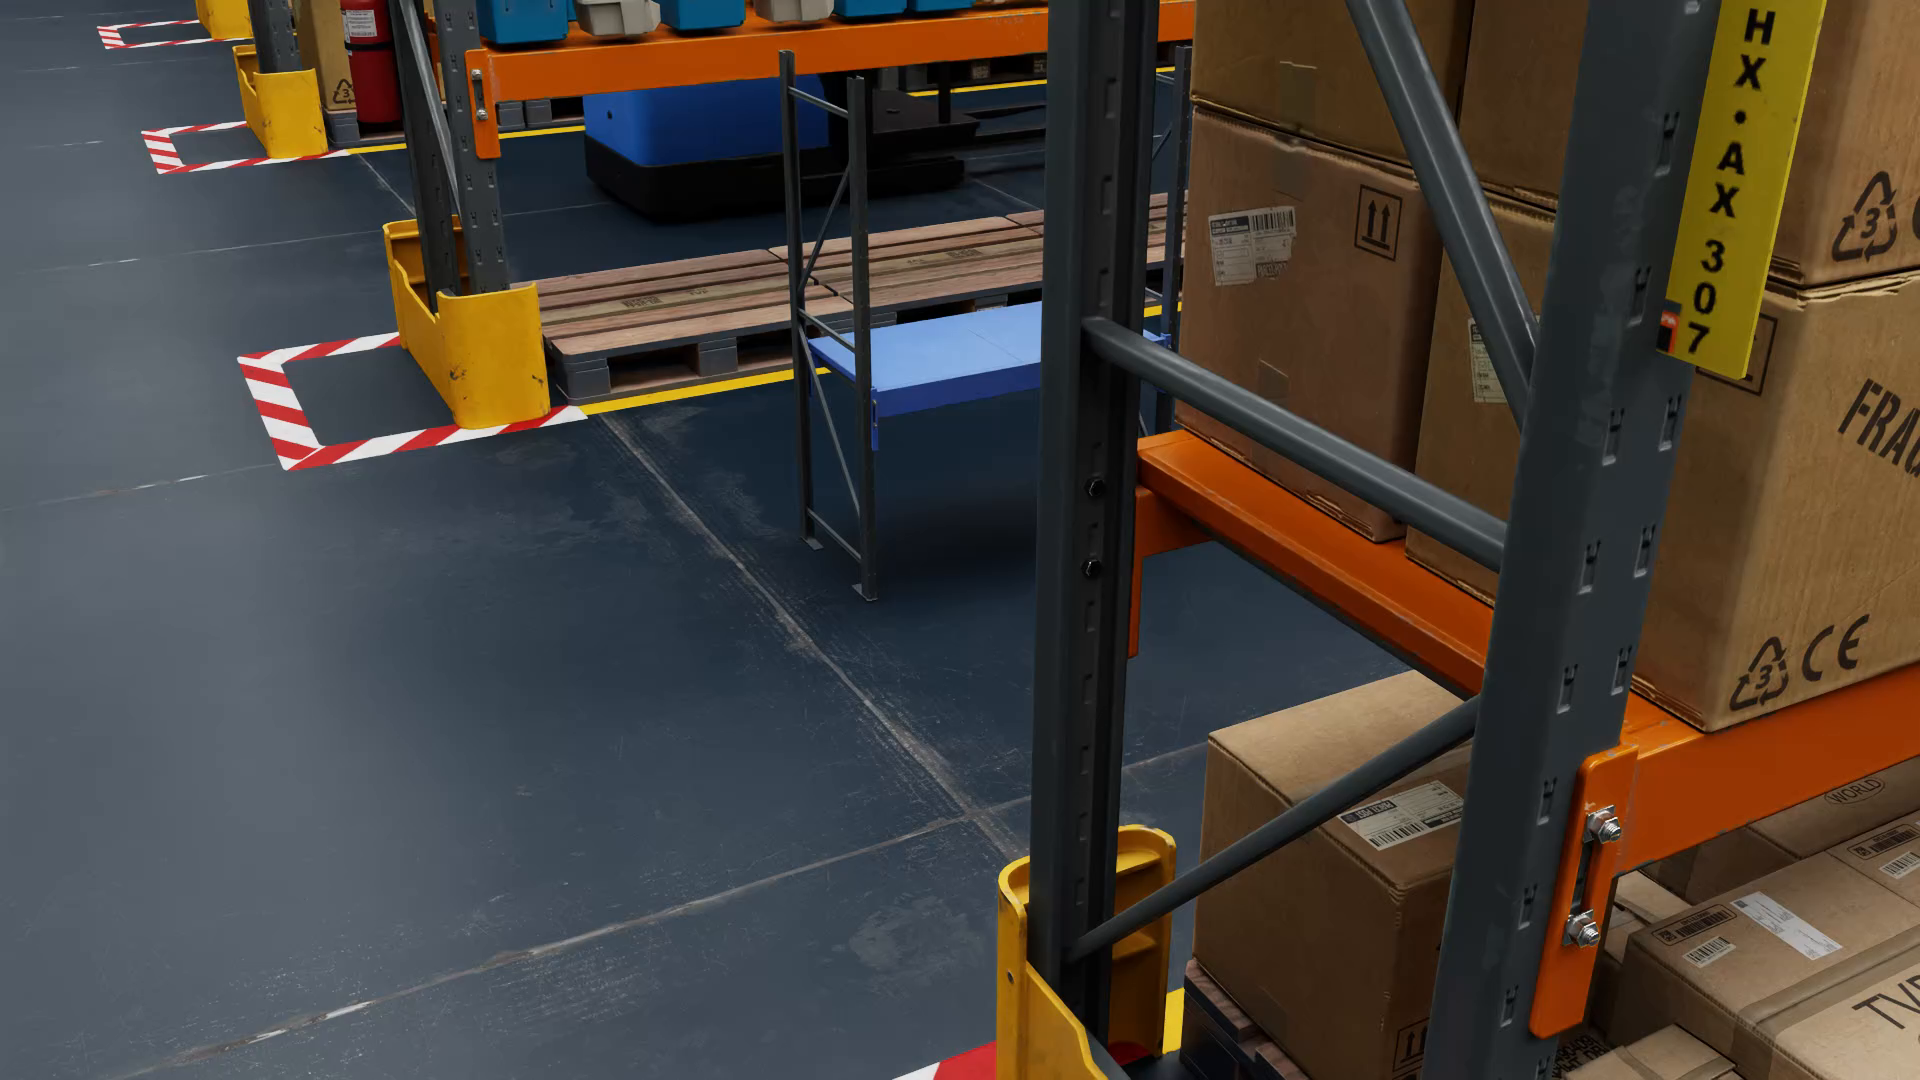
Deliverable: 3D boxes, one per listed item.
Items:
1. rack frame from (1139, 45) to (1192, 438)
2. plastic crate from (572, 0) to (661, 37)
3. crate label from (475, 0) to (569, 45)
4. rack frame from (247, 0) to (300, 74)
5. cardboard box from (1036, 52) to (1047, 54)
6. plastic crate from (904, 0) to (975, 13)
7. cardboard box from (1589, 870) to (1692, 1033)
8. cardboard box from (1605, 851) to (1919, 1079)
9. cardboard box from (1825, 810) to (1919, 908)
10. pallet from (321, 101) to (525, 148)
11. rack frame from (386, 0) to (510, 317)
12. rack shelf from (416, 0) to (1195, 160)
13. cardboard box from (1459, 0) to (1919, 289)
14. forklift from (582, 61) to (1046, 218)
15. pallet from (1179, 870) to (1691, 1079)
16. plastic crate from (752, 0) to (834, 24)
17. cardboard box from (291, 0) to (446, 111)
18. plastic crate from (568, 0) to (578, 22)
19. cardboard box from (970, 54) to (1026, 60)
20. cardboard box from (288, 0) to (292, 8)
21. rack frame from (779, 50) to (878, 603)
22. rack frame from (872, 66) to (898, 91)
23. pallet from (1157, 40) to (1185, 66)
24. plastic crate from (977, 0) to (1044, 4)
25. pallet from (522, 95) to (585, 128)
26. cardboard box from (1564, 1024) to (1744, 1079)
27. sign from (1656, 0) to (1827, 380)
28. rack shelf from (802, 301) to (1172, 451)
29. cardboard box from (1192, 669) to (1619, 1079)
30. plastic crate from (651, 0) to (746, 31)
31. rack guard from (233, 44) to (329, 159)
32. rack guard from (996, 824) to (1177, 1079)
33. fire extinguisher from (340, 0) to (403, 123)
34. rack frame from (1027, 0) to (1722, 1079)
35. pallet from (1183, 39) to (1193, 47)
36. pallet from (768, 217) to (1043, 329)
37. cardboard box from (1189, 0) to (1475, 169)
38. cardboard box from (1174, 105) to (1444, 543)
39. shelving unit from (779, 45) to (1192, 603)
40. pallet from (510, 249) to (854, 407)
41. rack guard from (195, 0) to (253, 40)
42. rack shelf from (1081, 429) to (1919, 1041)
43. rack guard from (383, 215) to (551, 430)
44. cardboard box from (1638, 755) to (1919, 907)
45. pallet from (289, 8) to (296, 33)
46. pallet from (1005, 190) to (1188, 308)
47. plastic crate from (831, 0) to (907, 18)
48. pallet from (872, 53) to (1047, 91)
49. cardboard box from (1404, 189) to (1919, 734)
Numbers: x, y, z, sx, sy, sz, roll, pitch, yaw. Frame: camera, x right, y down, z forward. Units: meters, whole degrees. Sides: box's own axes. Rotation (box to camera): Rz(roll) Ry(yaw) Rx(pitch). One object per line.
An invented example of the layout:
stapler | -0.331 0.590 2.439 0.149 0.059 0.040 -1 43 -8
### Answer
rack frame | 0.524 -0.797 5.177 0.032 1.500 0.500 -13 29 -25
plastic crate | -1.230 -1.880 5.936 0.298 0.136 0.250 -13 29 -25
crate label | -1.552 -1.890 5.845 0.303 0.233 0.416 -13 29 -25
rack frame | -4.255 -3.905 9.918 0.127 3.000 1.000 -13 29 -25
cardboard box | 0.618 -4.272 12.651 0.875 0.875 1.225 -14 29 -27
plastic crate | -0.125 -2.219 6.531 0.300 0.233 0.416 -13 29 -25
cardboard box | 1.166 0.705 3.082 0.250 0.166 0.380 -13 29 -25
cardboard box | 1.457 0.816 2.754 0.500 0.250 0.500 -13 29 -25
cardboard box | 1.899 0.714 2.966 0.500 0.250 0.500 -13 29 -25
pallet | -3.587 -2.841 10.923 1.213 0.211 1.003 -13 29 -25
rack frame | -1.925 -2.014 5.979 0.127 3.000 1.000 -13 29 -25
rack shelf | -0.160 -2.097 6.983 4.000 0.370 1.077 -13 29 -25
cardboard box | 0.919 -0.607 1.777 0.500 0.500 0.500 -12 28 -24
forklift | -0.556 -3.450 9.049 3.031 2.935 1.130 -14 29 -26
pallet | 1.173 0.958 3.012 1.213 0.211 1.003 -13 29 -25
plastic crate | -0.631 -2.018 6.224 0.298 0.136 0.250 -13 29 -25
cardboard box | -3.728 -3.298 10.622 0.875 0.875 0.875 -13 29 -25
plastic crate | -1.717 -2.196 6.249 0.499 0.435 0.616 -13 29 -25
cardboard box | -0.171 -4.089 12.272 0.875 0.875 1.225 -13 29 -25
cardboard box | -5.887 -4.709 14.400 0.250 0.149 0.380 -12 28 -24
rack frame | -0.373 -0.590 4.746 0.032 1.500 0.500 -13 29 -25
rack frame | -0.726 -4.720 11.615 0.127 3.000 1.000 -13 29 -25
pallet | 0.997 -3.899 13.127 1.213 0.211 1.003 -13 29 -25
plastic crate | 0.210 -2.267 6.742 0.466 0.136 0.293 -13 29 -25
pallet | -2.511 -3.088 11.437 1.213 0.211 1.003 -13 29 -25
cardboard box | 1.155 0.953 2.565 0.250 0.166 0.380 -13 29 -25
sign | 0.658 -0.304 1.418 0.005 0.325 0.100 -13 29 -25
rack shelf | 0.075 -0.531 5.039 1.000 0.185 0.538 -13 29 -25
cardboard box | 0.767 0.602 2.909 0.500 0.500 0.500 -13 29 -25
plastic crate | -0.971 -2.024 6.124 0.300 0.233 0.416 -13 29 -25
rack guard | -4.277 -2.774 10.449 0.348 0.500 1.175 -13 29 -25
rack guard | 0.470 0.990 2.610 0.348 0.500 1.175 -13 29 -25
fire extinguisher | -2.272 -1.954 6.374 0.183 0.674 0.296 -13 29 -25
rack frame | 0.404 -0.120 2.034 0.053 2.616 0.949 -13 29 -25
pallet | 2.073 -4.146 13.641 1.213 0.211 1.003 -13 29 -25
pallet | -0.104 -1.157 7.415 1.213 0.211 1.003 -13 29 -25
cardboard box | 0.666 -0.813 2.206 0.500 0.500 0.500 -13 29 -26
cardboard box | 0.670 -0.362 2.422 0.500 0.500 0.500 -12 28 -24
shelving unit | 0.075 -0.693 4.962 1.048 1.500 0.538 -13 29 -25
pallet | -1.179 -0.910 6.901 1.213 0.211 1.003 -13 29 -25
rack guard | -6.433 -4.709 14.480 0.348 0.500 1.175 -13 29 -25
rack shelf | 2.168 -0.204 3.041 4.000 0.370 1.077 -13 29 -25
rack guard | -1.940 -0.877 6.499 0.348 0.500 1.175 -13 29 -25
cardboard box | 1.619 0.533 3.343 0.500 0.250 0.500 -13 29 -25
pallet | -5.700 -4.731 14.859 1.213 0.211 1.003 -13 29 -25
pallet | 0.974 -1.407 7.936 1.213 0.211 1.003 -13 29 -25
plastic crate | -0.390 -2.158 6.403 0.300 0.233 0.416 -13 29 -25
pallet | -0.080 -3.649 12.606 1.213 0.211 1.003 -13 29 -25
cardboard box | 0.919 -0.156 1.994 0.500 0.500 0.500 -12 28 -24
